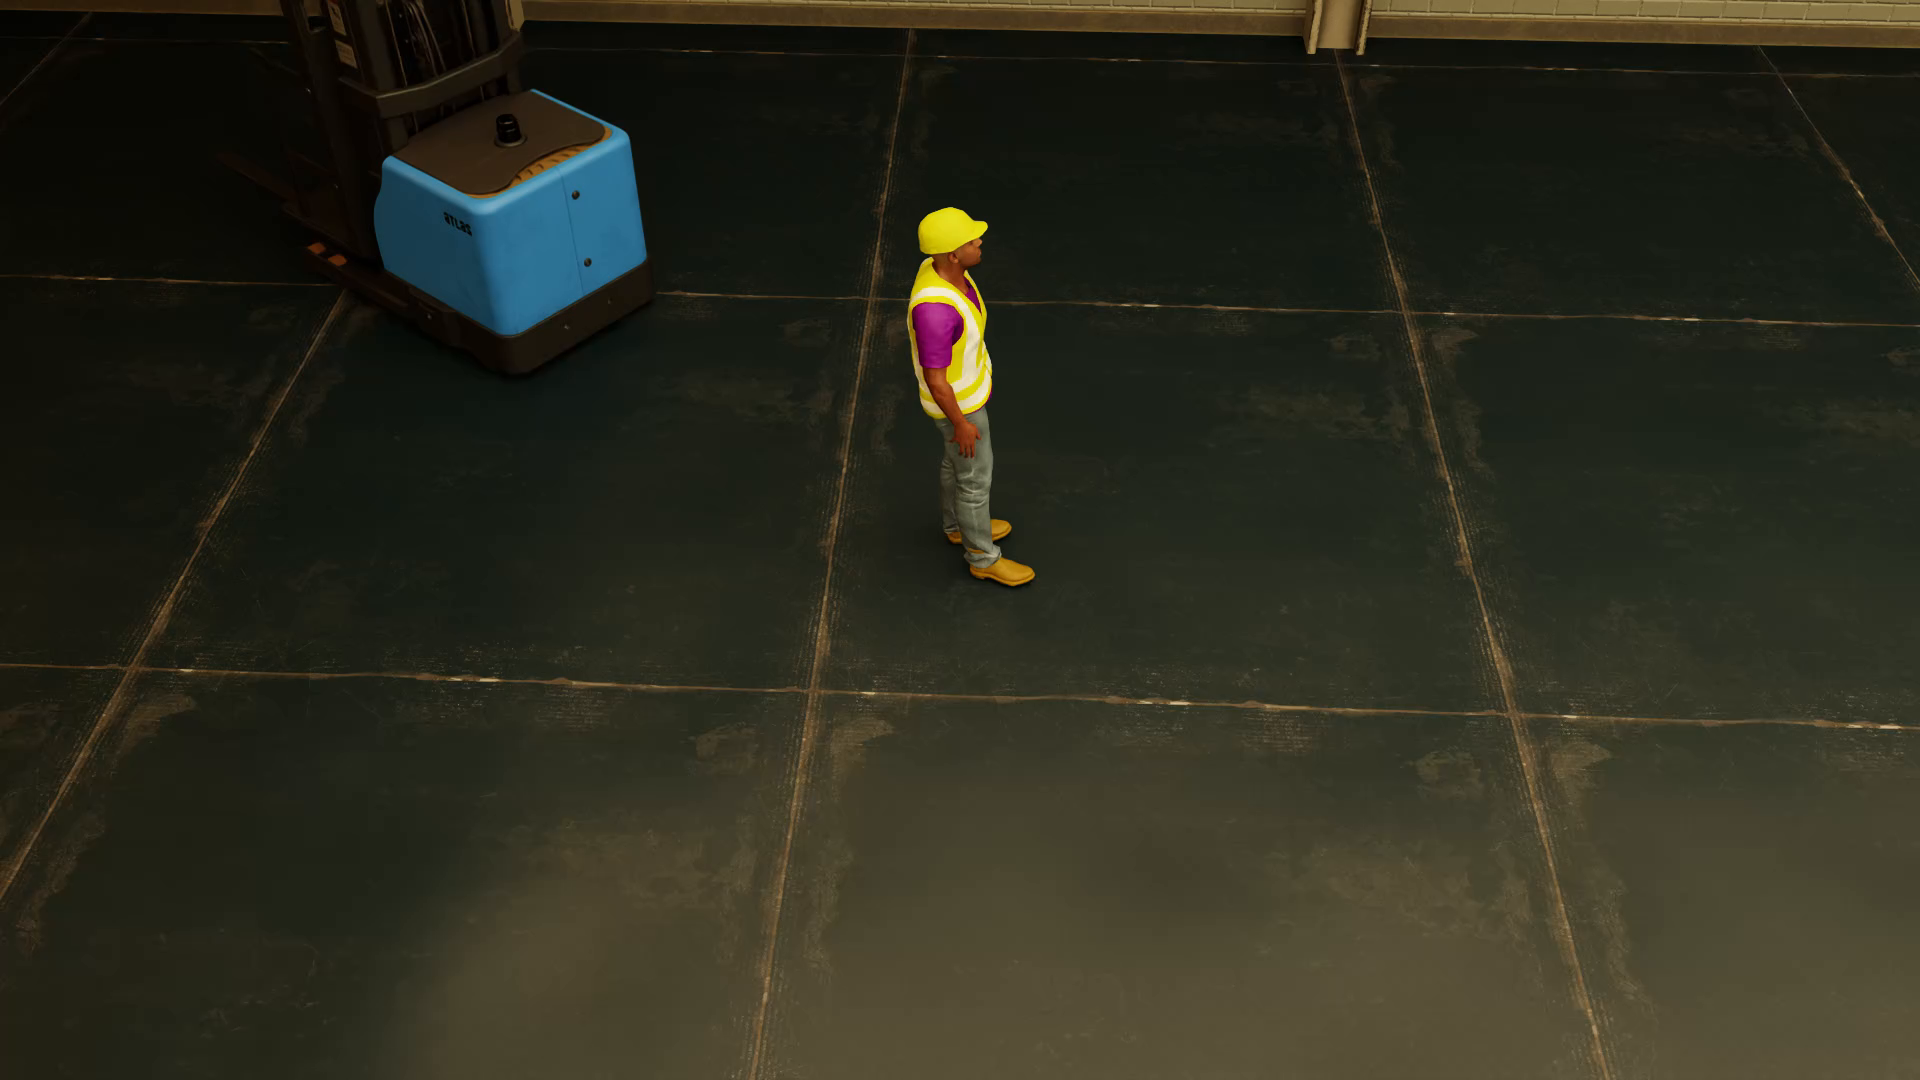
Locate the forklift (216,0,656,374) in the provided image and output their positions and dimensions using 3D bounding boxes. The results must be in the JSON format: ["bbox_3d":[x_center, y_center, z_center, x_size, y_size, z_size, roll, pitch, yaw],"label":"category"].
[{"bbox_3d":[-3.168,-2.793,8.802,3.031,2.935,1.130,29,50,28],"label":"forklift"}]

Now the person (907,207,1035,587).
[{"bbox_3d":[0.069,-0.652,7.309,0.577,1.765,0.666,2,42,2],"label":"person"}]
